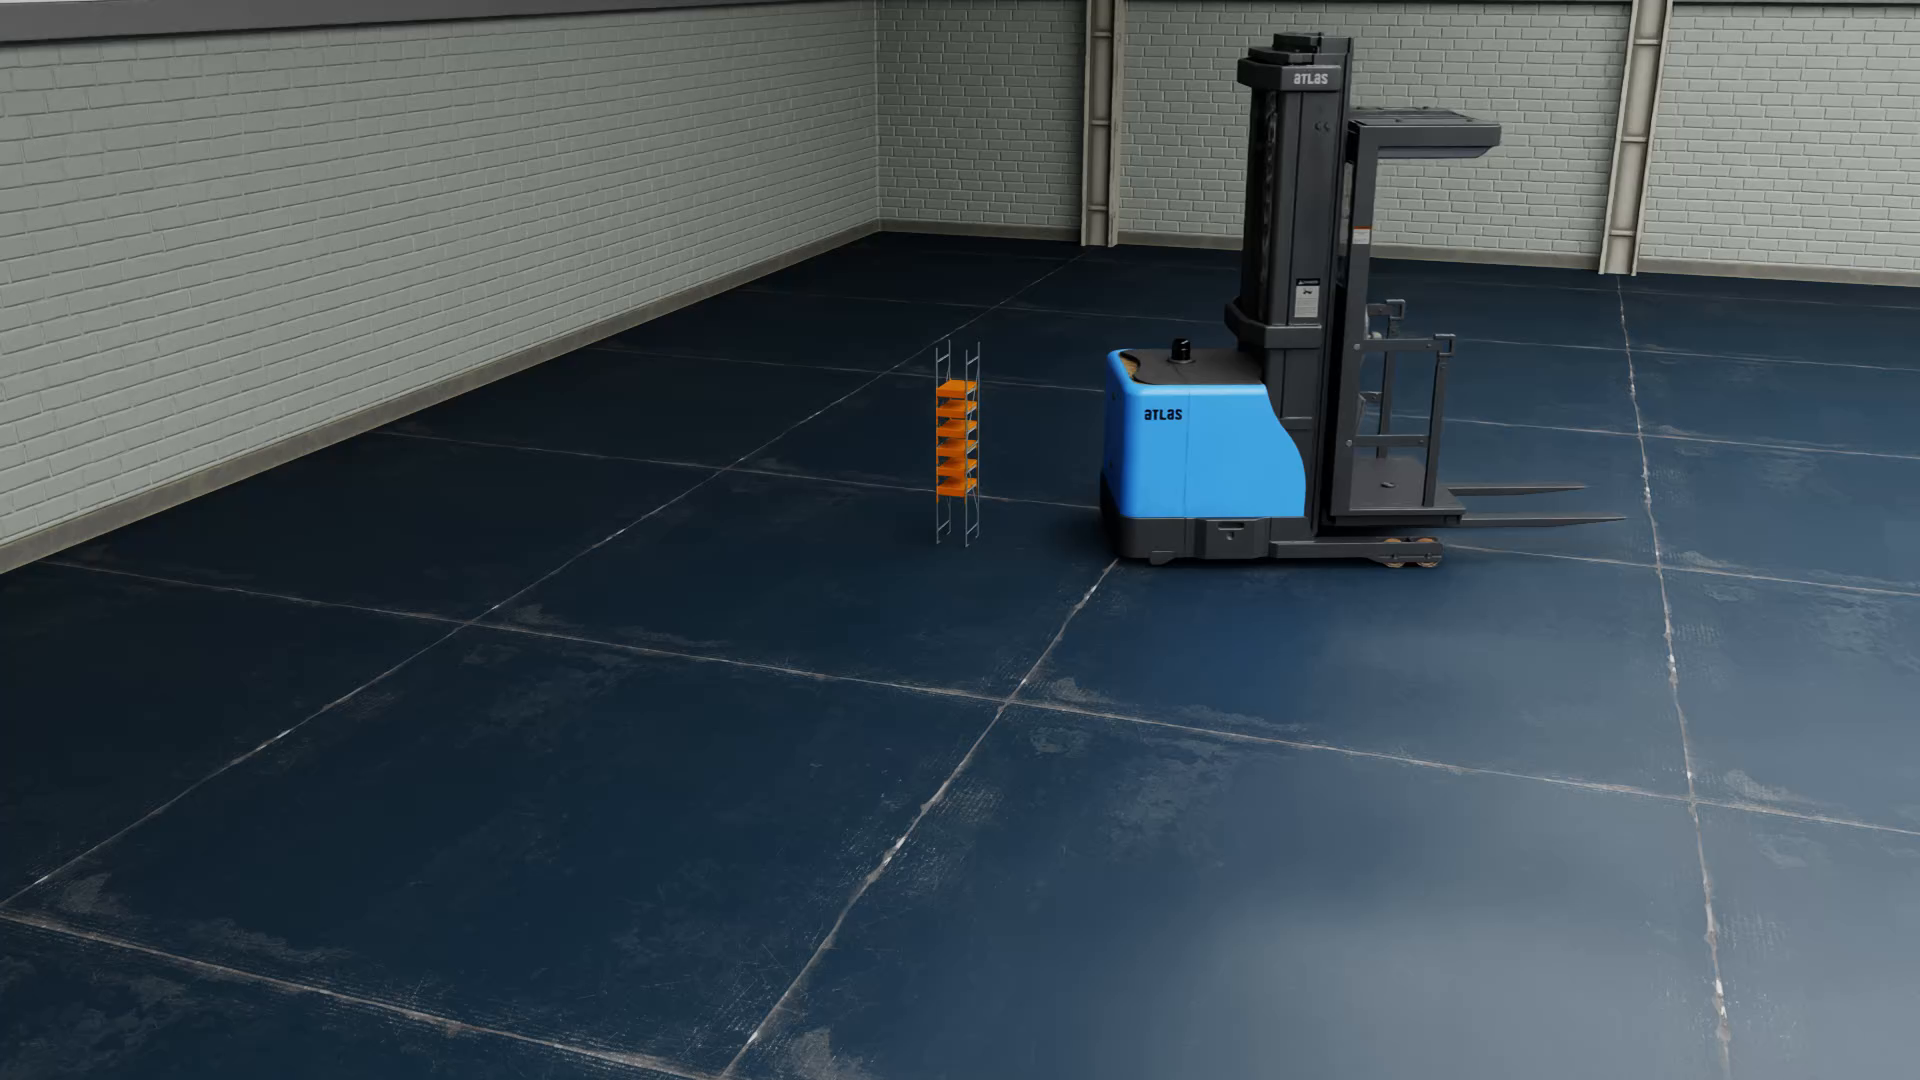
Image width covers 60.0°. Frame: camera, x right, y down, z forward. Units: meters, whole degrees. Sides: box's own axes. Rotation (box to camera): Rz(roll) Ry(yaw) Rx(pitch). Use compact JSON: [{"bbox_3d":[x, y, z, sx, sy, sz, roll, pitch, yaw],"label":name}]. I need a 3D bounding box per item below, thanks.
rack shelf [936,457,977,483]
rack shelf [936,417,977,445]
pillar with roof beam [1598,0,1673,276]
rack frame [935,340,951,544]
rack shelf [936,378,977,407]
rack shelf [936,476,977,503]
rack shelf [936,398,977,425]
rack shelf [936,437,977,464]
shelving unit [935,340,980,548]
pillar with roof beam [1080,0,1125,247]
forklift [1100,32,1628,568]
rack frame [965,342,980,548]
[{"bbox_3d":[-0.014,-0.413,9.937,0.180,0.103,0.258,7,20,18],"label":"rack shelf"},{"bbox_3d":[-0.014,-0.639,9.858,0.180,0.103,0.258,7,20,18],"label":"rack shelf"},{"bbox_3d":[5.977,-5.919,13.386,0.400,9.000,9.100,7,20,18],"label":"pillar with roof beam"},{"bbox_3d":[-0.100,-0.578,9.912,0.006,1.200,0.240,7,20,18],"label":"rack frame"},{"bbox_3d":[-0.014,-0.866,9.779,0.180,0.103,0.258,7,20,18],"label":"rack shelf"},{"bbox_3d":[-0.014,-0.300,9.977,0.180,0.103,0.258,7,20,18],"label":"rack shelf"},{"bbox_3d":[-0.014,-0.753,9.819,0.180,0.103,0.258,7,20,18],"label":"rack shelf"},{"bbox_3d":[-0.014,-0.526,9.898,0.180,0.103,0.258,7,20,18],"label":"rack shelf"},{"bbox_3d":[-0.014,-0.568,9.883,0.189,1.200,0.258,7,20,18],"label":"shelving unit"},{"bbox_3d":[0.309,-6.567,15.245,0.400,9.000,9.100,7,20,18],"label":"pillar with roof beam"},{"bbox_3d":[2.405,-1.398,9.634,3.031,2.935,1.130,-1,19,-2],"label":"forklift"},{"bbox_3d":[0.073,-0.558,9.855,0.006,1.200,0.240,7,20,18],"label":"rack frame"}]
